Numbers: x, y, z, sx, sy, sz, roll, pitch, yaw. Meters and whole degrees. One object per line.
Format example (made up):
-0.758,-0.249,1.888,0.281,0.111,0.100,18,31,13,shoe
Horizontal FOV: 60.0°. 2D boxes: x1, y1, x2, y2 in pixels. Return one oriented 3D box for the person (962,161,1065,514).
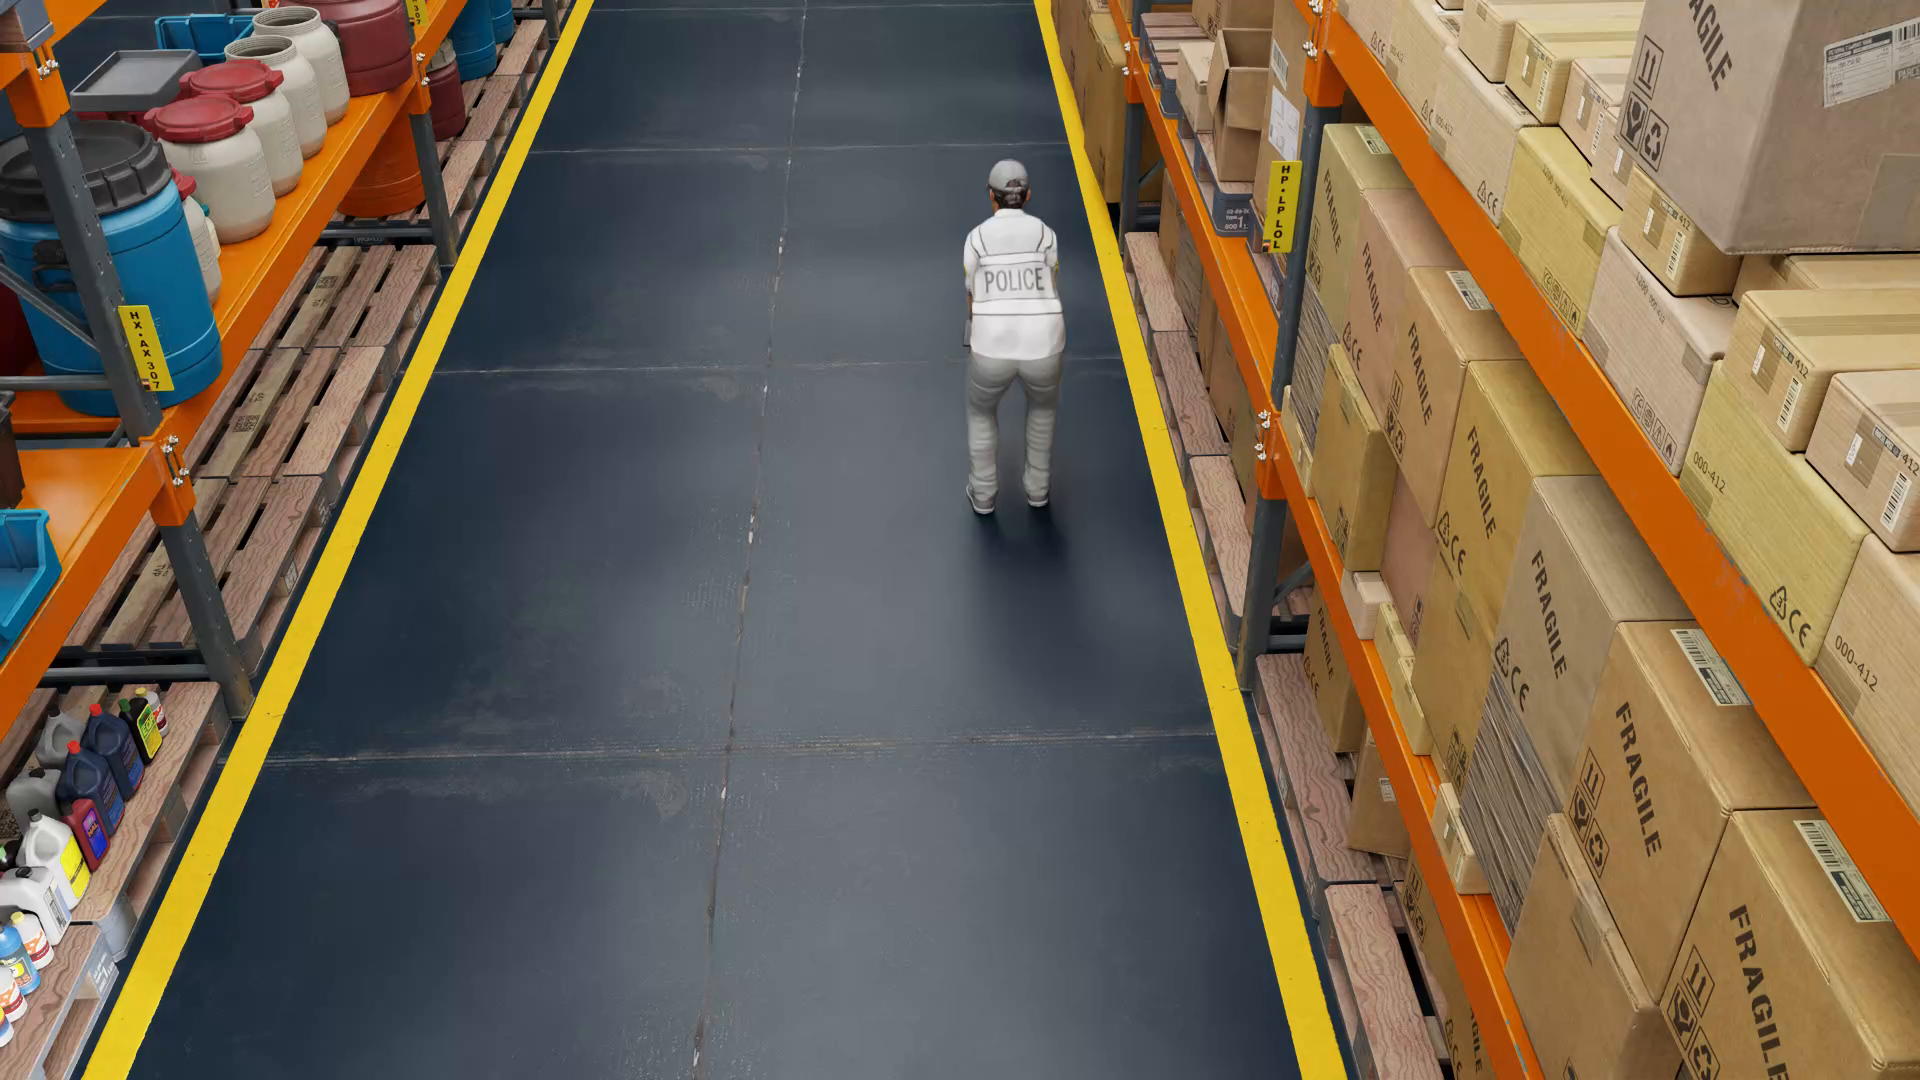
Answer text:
0.230,-0.888,7.407,0.452,1.657,0.563,-2,36,-3,person
